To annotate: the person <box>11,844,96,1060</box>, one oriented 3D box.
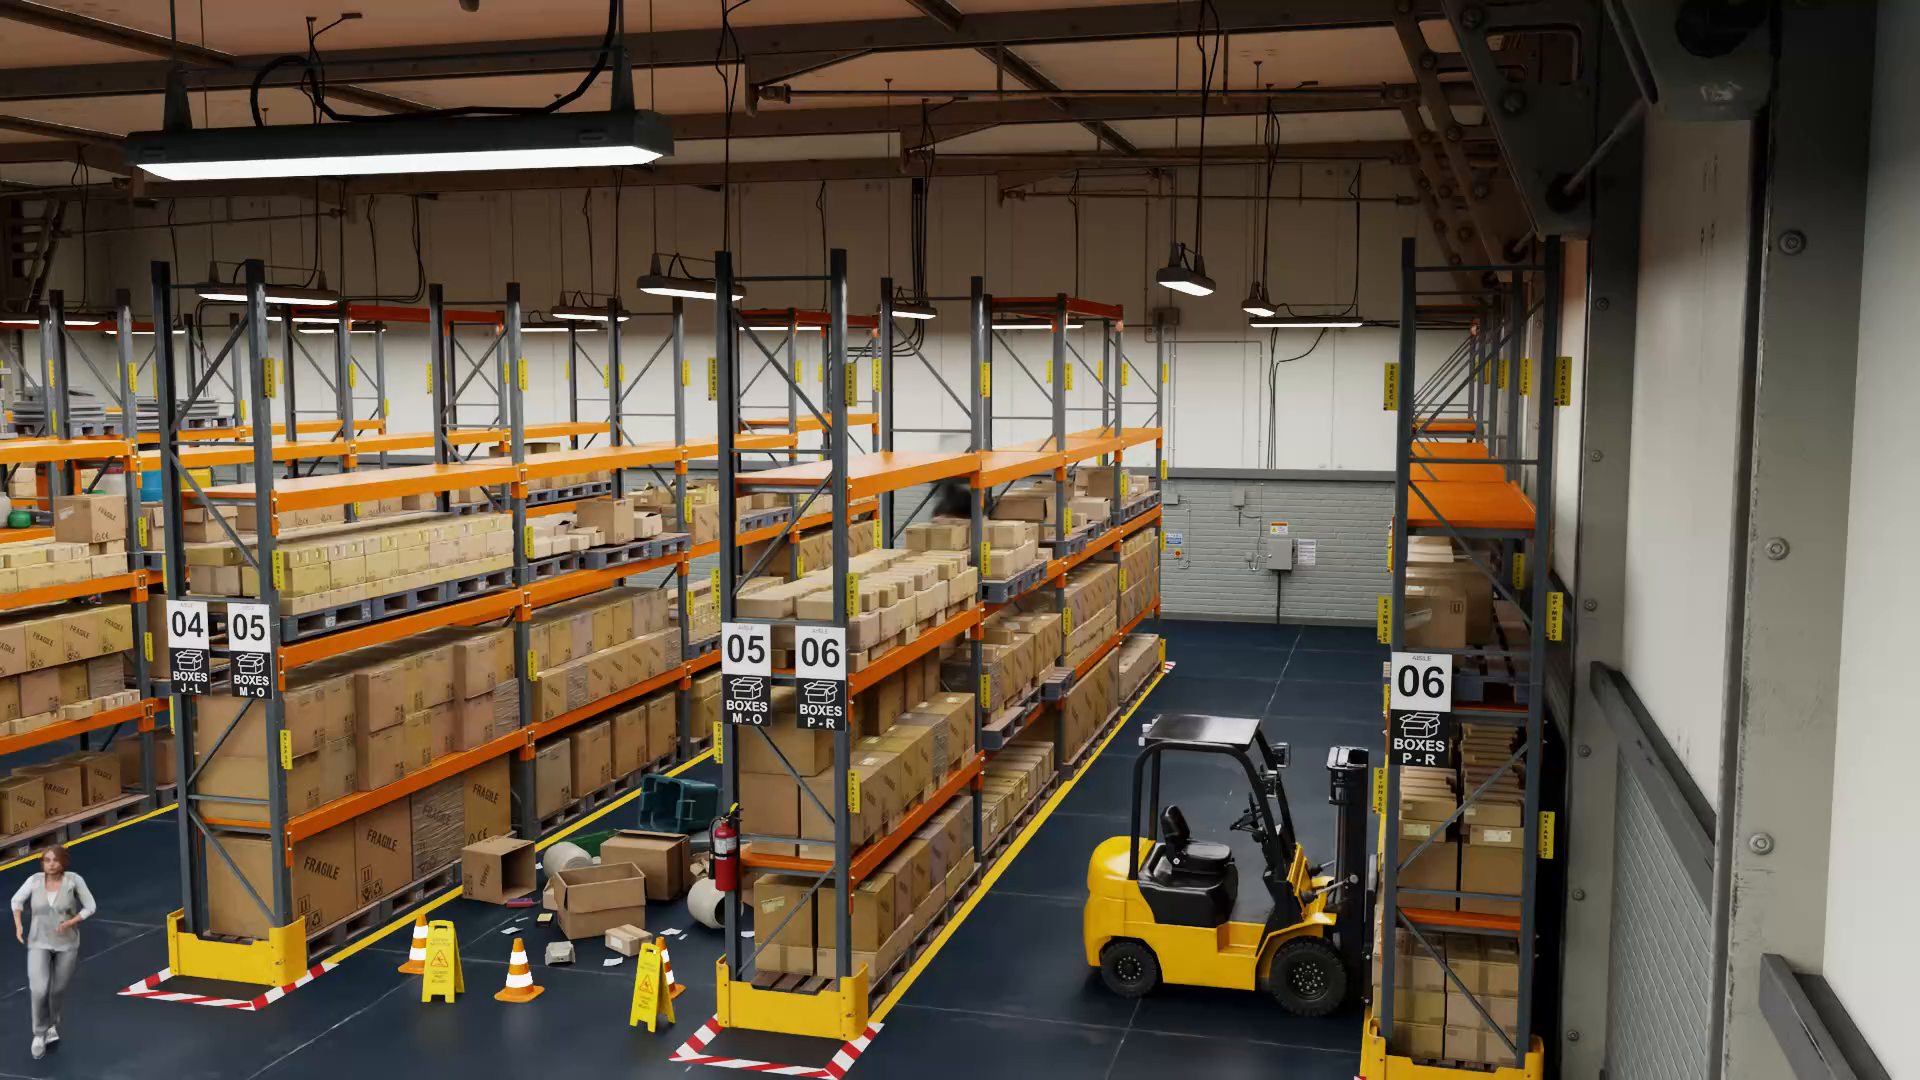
[{"bbox_3d":[-6.788,3.061,12.489,0.562,1.601,0.589,-3,7,-27],"label":"person"}]
